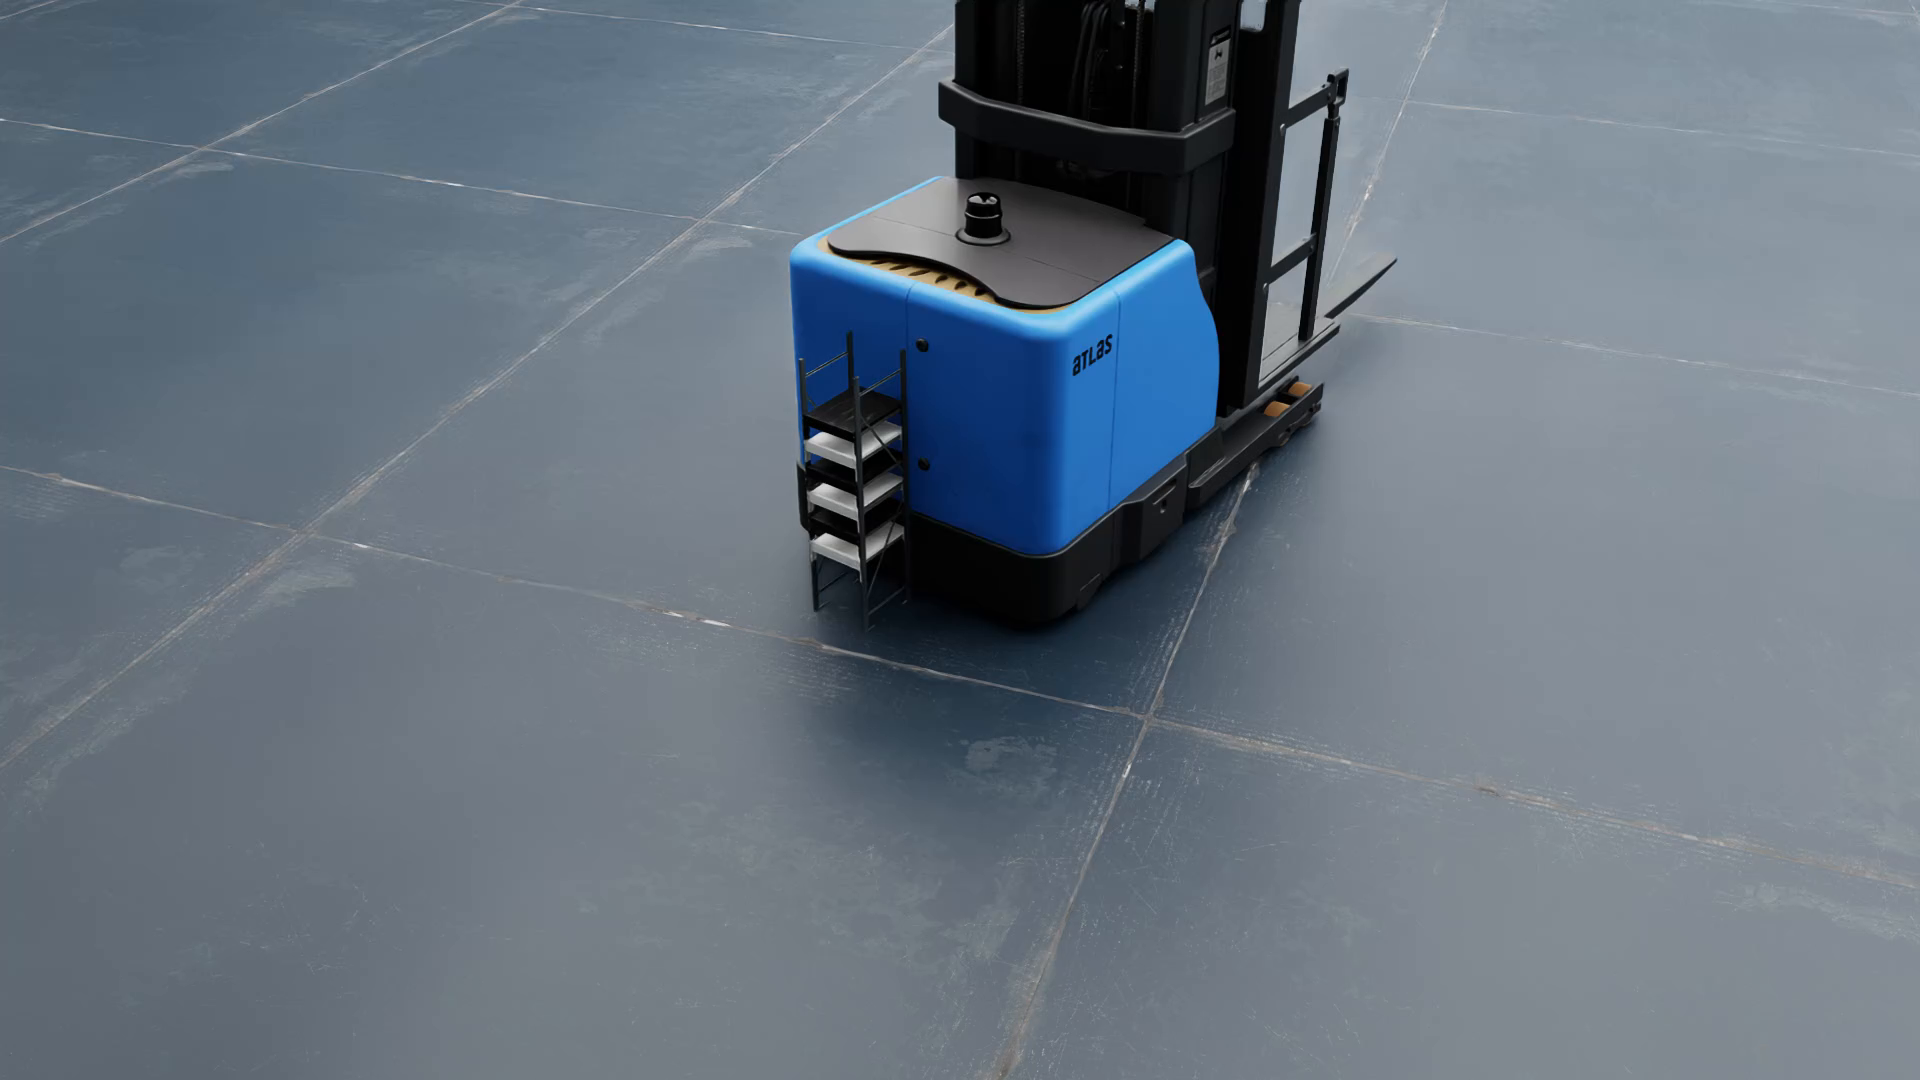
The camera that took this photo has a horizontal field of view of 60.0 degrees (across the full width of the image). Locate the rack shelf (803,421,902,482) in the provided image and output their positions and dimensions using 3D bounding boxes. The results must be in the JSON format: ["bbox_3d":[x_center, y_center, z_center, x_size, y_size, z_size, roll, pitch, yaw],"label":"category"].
[{"bbox_3d":[-0.314,-0.290,5.034,0.200,0.077,0.258,22,39,30],"label":"rack shelf"}]

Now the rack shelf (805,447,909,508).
[{"bbox_3d":[-0.314,-0.214,5.083,0.200,0.077,0.258,22,39,30],"label":"rack shelf"}]

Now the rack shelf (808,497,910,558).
[{"bbox_3d":[-0.313,-0.063,5.181,0.200,0.077,0.258,22,39,30],"label":"rack shelf"}]

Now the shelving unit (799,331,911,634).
[{"bbox_3d":[-0.314,-0.167,5.114,0.210,0.900,0.258,22,39,30],"label":"shelving unit"}]

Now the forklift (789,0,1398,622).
[{"bbox_3d":[0.731,-1.723,5.653,1.130,2.935,3.031,22,39,30],"label":"forklift"}]

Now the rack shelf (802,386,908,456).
[{"bbox_3d":[-0.314,-0.365,4.985,0.200,0.077,0.258,22,39,30],"label":"rack shelf"}]

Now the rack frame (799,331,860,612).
[{"bbox_3d":[-0.396,-0.199,5.165,0.006,0.900,0.240,22,39,30],"label":"rack frame"}]

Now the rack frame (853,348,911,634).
[{"bbox_3d":[-0.232,-0.134,5.064,0.006,0.900,0.240,22,39,30],"label":"rack frame"}]

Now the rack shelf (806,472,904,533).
[{"bbox_3d":[-0.314,-0.139,5.132,0.200,0.077,0.258,22,39,30],"label":"rack shelf"}]

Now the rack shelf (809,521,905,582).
[{"bbox_3d":[-0.313,0.012,5.230,0.200,0.077,0.258,22,39,30],"label":"rack shelf"}]
